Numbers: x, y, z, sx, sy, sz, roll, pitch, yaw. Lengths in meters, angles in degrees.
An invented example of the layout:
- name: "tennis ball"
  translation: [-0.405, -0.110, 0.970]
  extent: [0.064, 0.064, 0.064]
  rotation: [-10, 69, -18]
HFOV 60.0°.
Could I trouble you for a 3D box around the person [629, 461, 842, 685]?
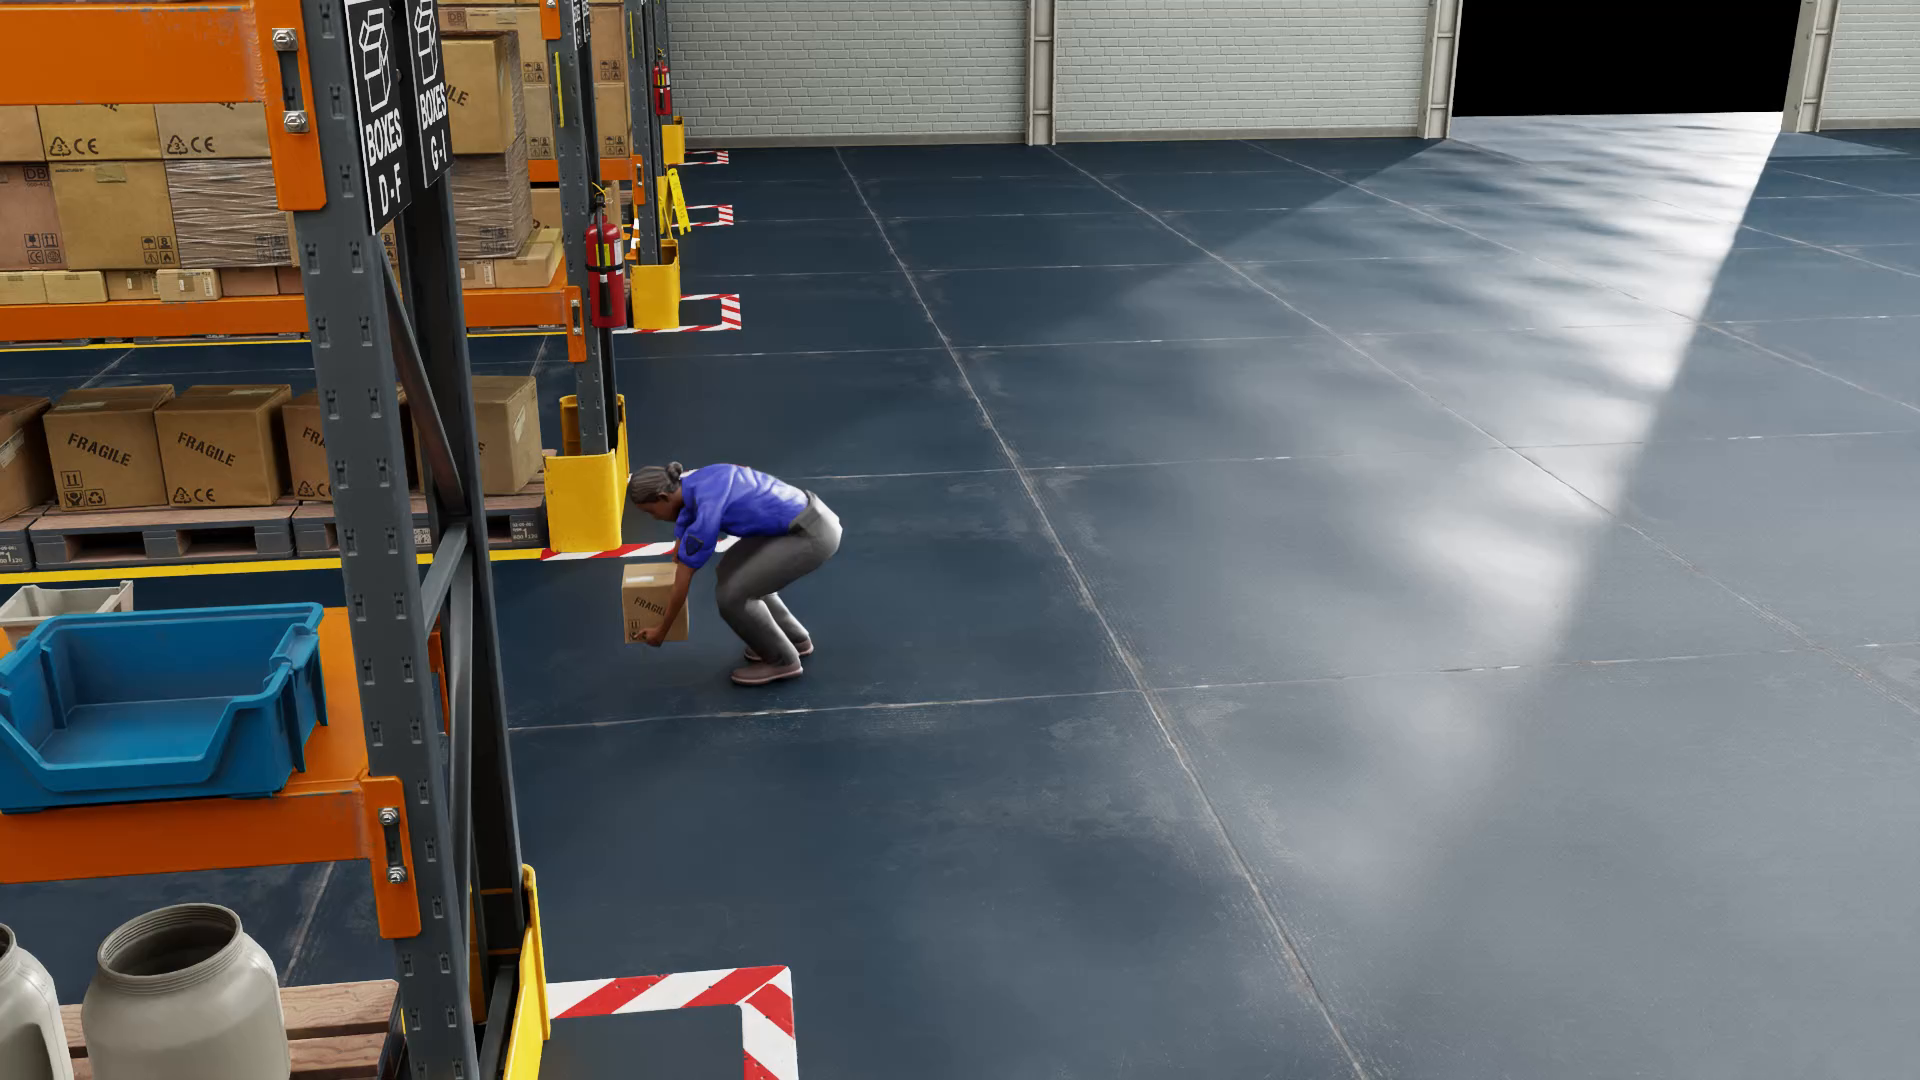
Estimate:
- name: "person"
  translation: [-0.915, 0.110, 6.832]
  extent: [0.865, 0.941, 0.456]
  rotation: [-4, 20, -10]
